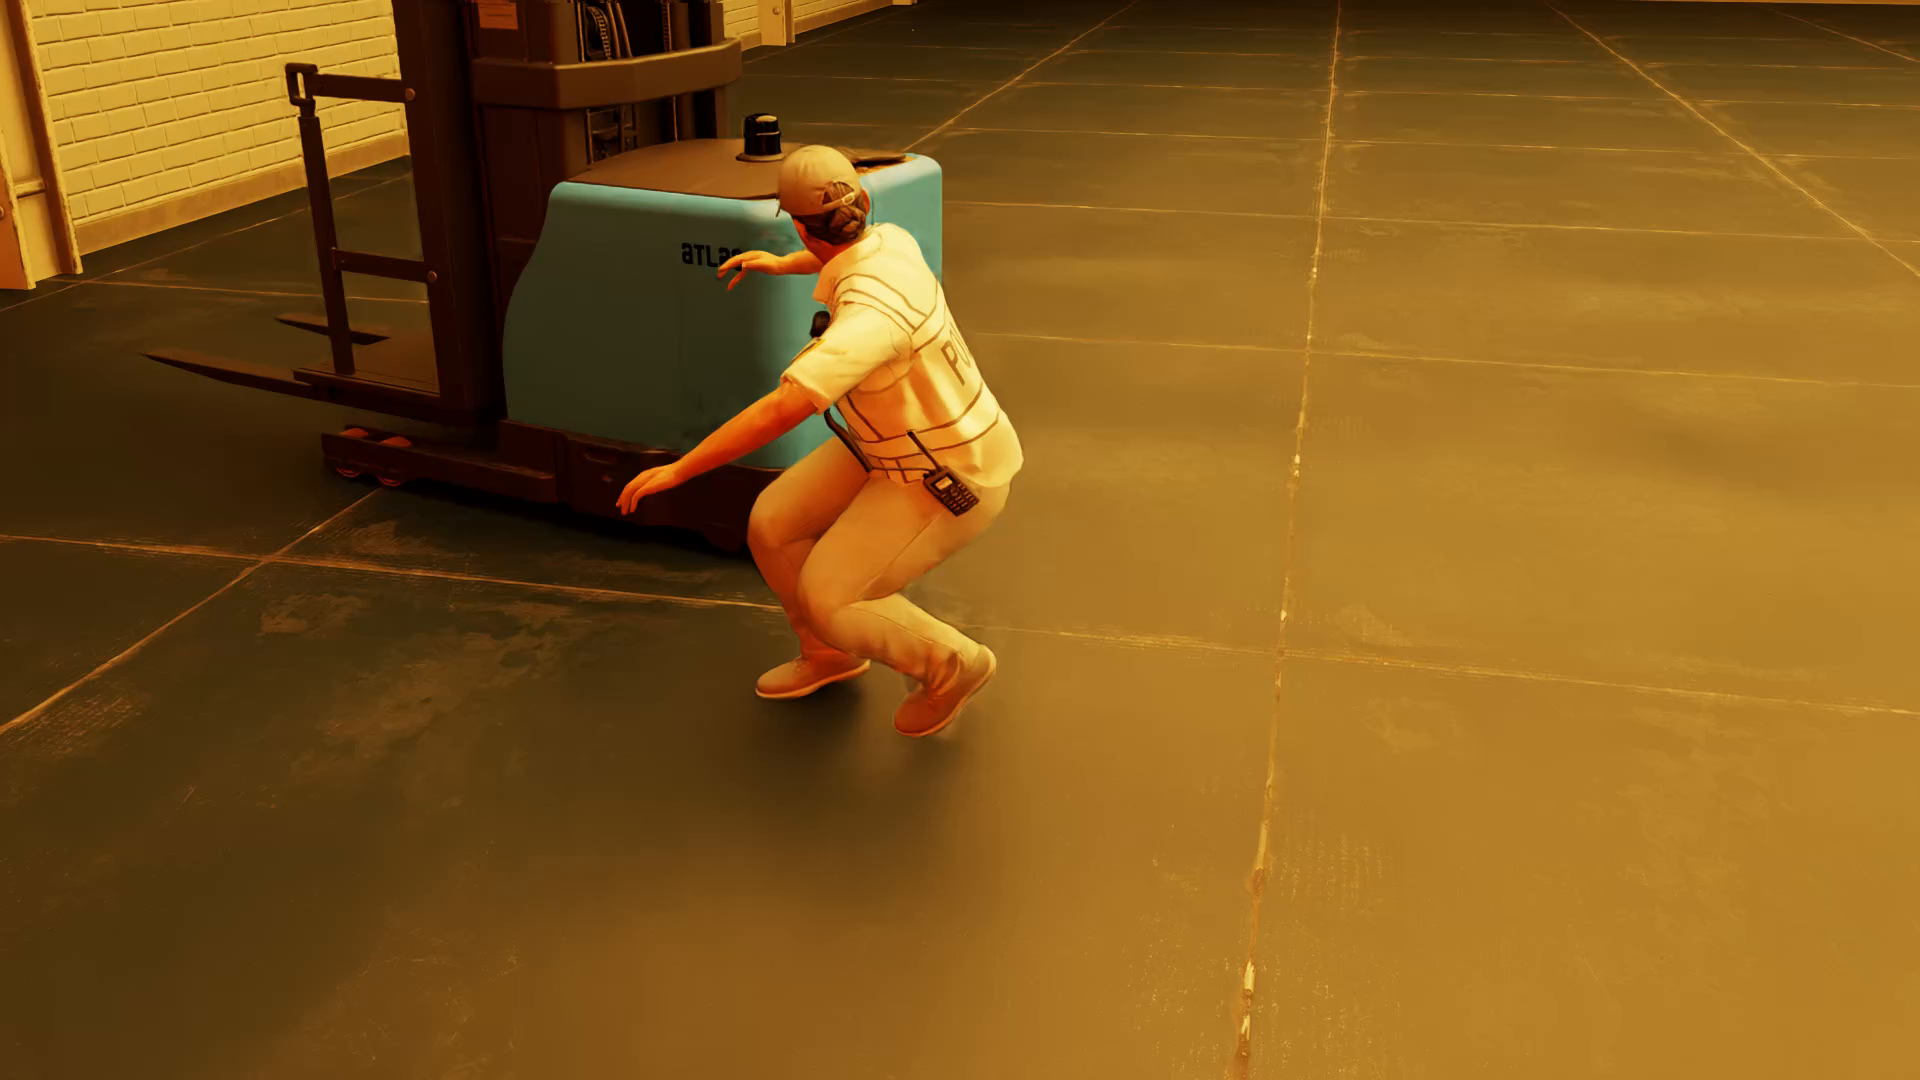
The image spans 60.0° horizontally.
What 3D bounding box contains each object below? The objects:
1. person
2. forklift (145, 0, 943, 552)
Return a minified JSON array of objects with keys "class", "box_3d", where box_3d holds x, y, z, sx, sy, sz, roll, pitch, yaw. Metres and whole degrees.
[{"class":"person","box_3d":[-0.337,-0.203,3.830,0.950,1.399,0.730,-6,23,-16]},{"class":"forklift","box_3d":[-1.589,-1.699,5.432,3.031,2.935,1.130,11,25,26]}]
